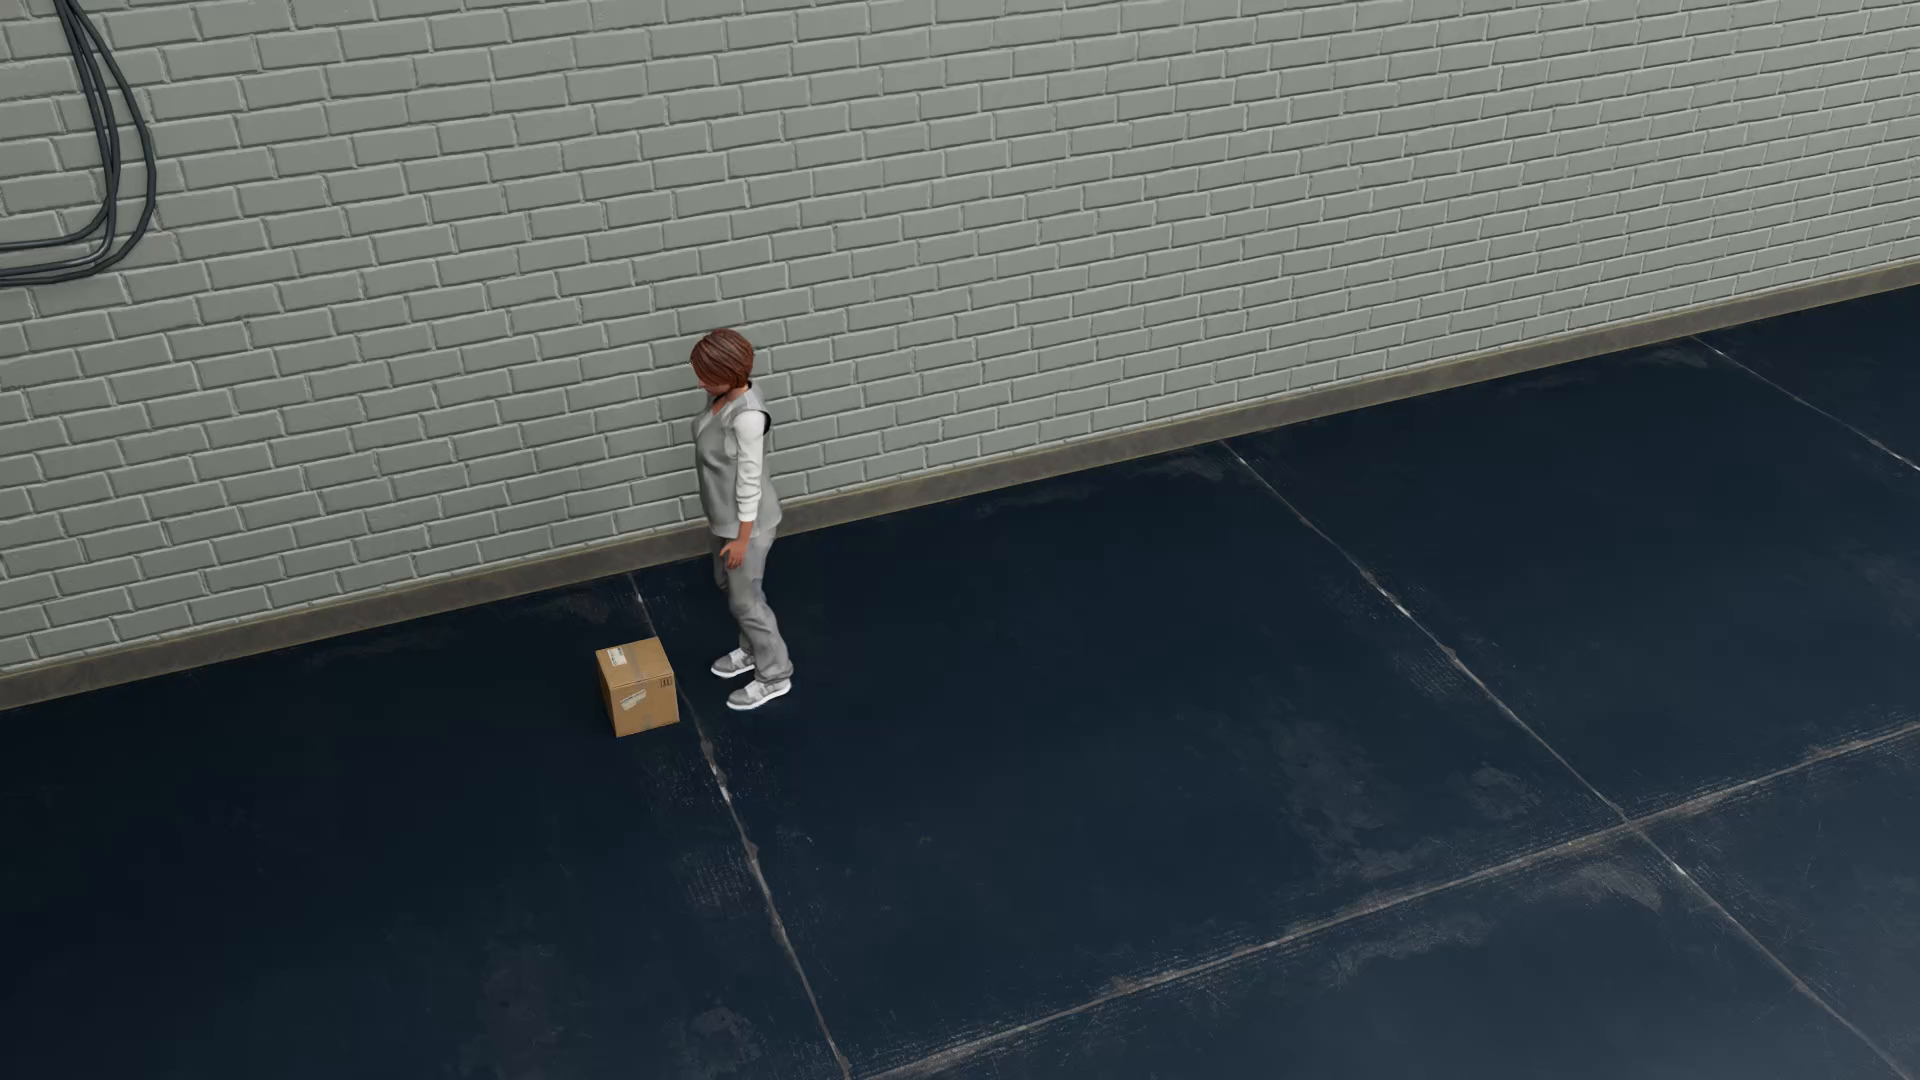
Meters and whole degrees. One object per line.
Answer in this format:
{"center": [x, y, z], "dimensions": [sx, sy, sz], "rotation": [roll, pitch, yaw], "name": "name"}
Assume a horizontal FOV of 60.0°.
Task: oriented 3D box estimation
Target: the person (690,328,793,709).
{"center": [-0.823, -0.065, 6.268], "dimensions": [0.299, 1.588, 0.407], "rotation": [-12, 36, -18], "name": "person"}
